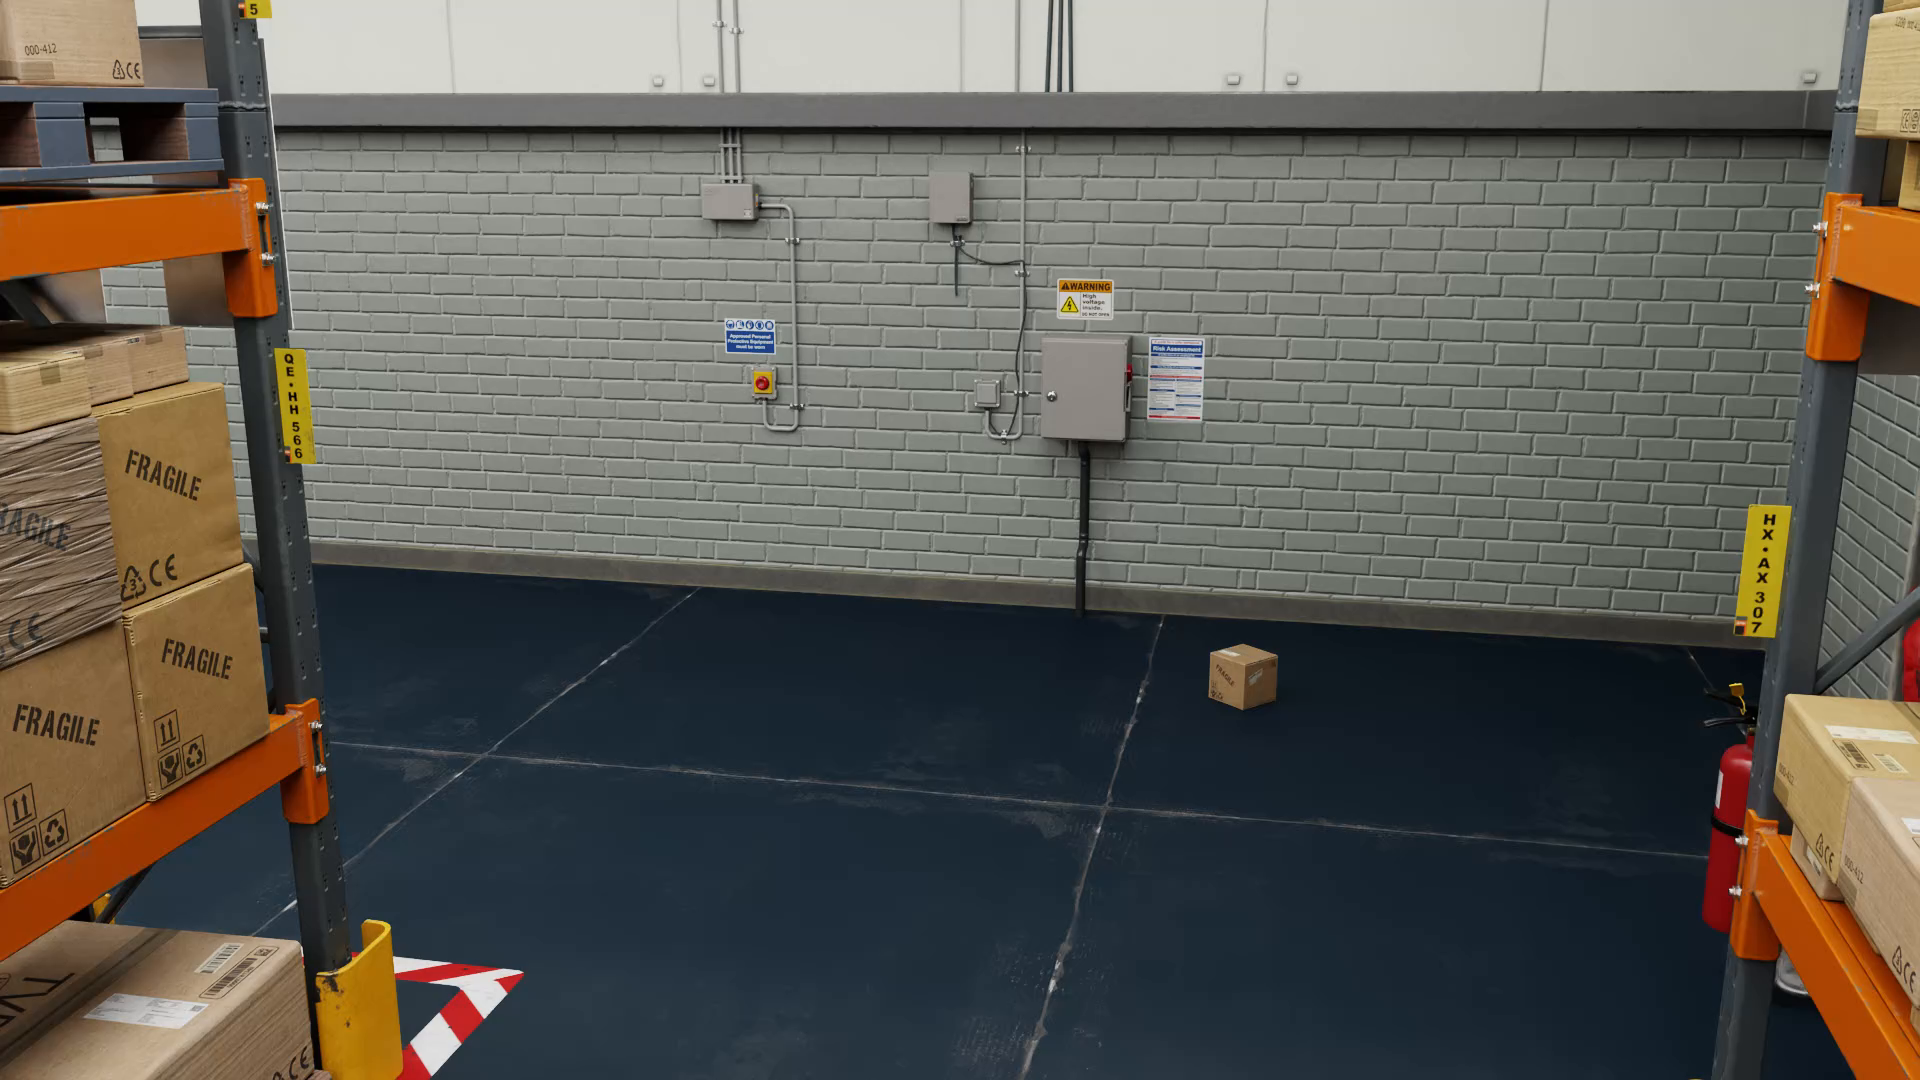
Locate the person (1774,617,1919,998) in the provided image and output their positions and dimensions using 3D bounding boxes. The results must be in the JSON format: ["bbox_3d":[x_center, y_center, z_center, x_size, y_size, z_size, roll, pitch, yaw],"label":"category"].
[{"bbox_3d":[3.158,0.808,5.418,0.547,1.709,0.901,-12,19,-39],"label":"person"}]
